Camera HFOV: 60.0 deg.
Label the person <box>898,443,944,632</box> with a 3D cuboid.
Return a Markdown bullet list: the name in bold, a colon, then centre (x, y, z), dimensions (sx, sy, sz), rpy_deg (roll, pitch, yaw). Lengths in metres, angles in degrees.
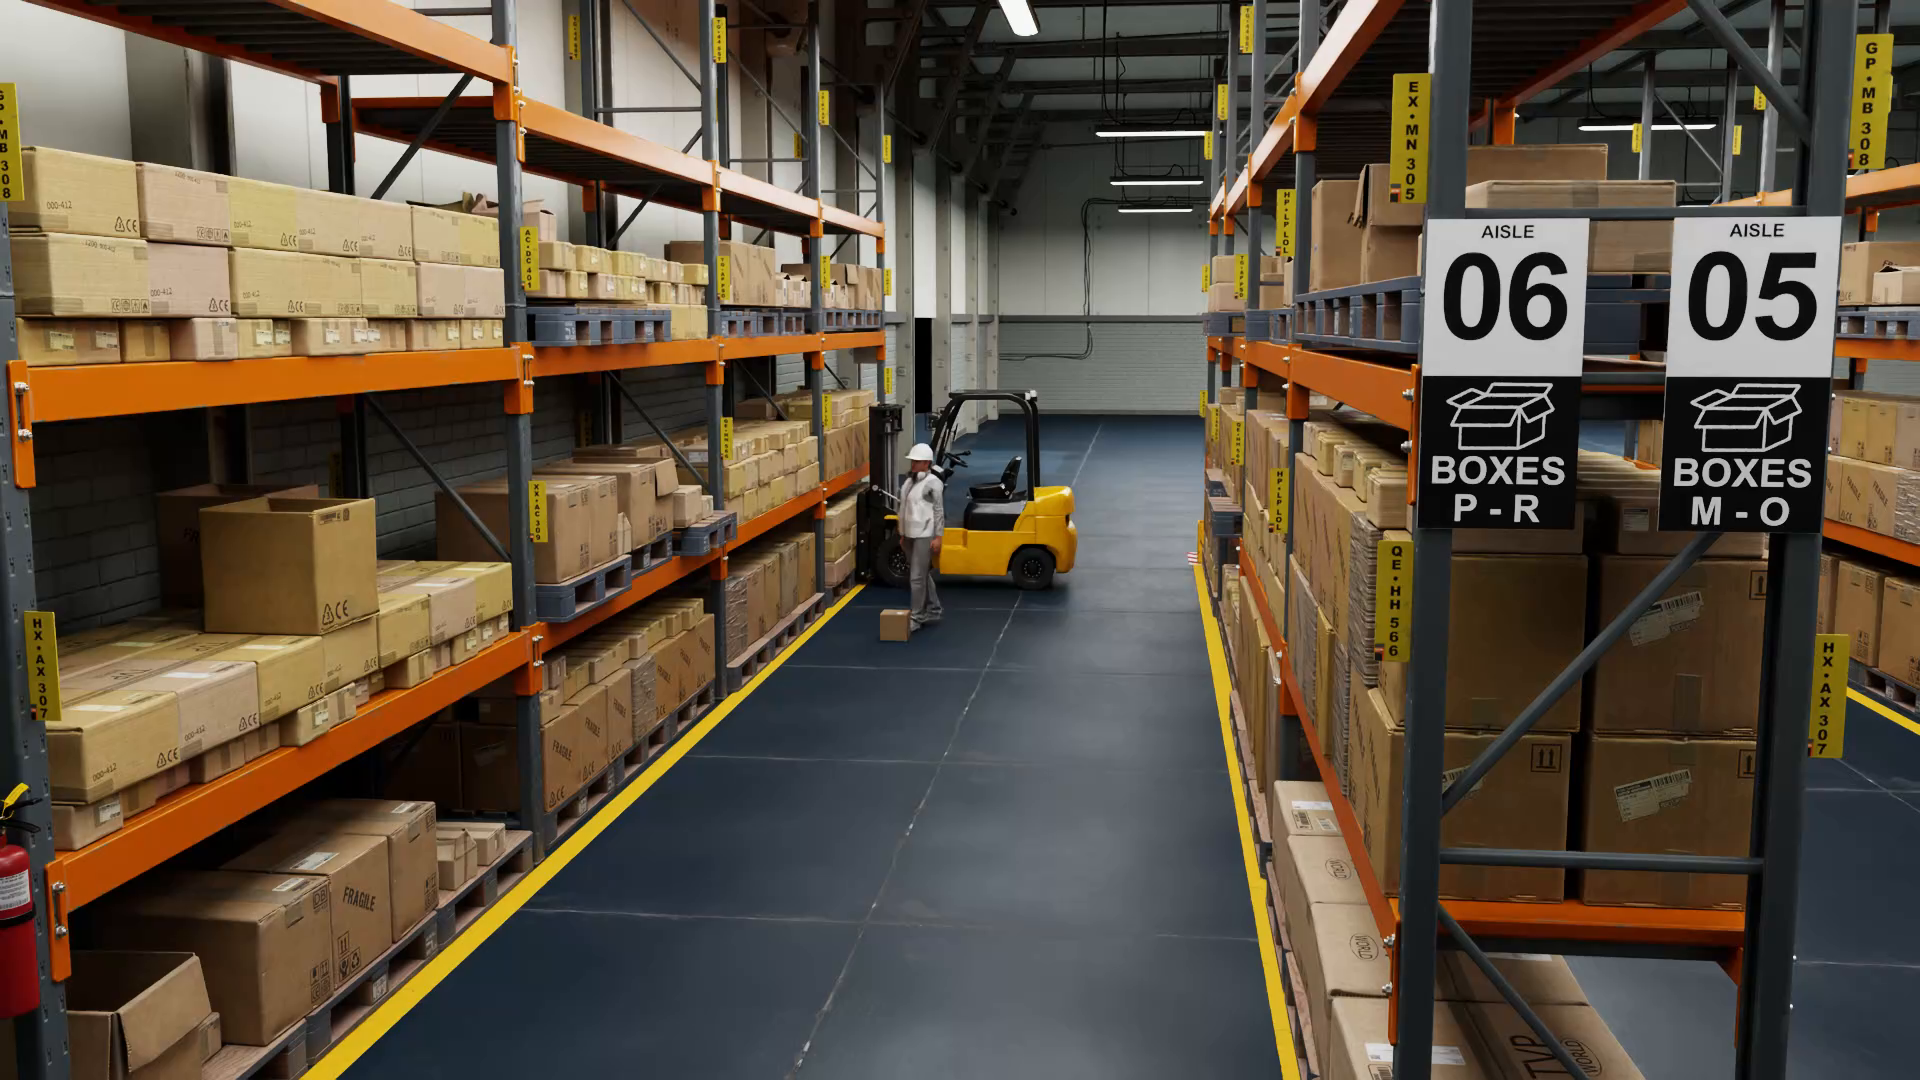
- **person**: centre (-0.404, -0.038, 15.930), dimensions (0.620, 1.776, 0.539), rpy_deg (-5, 9, -36)
